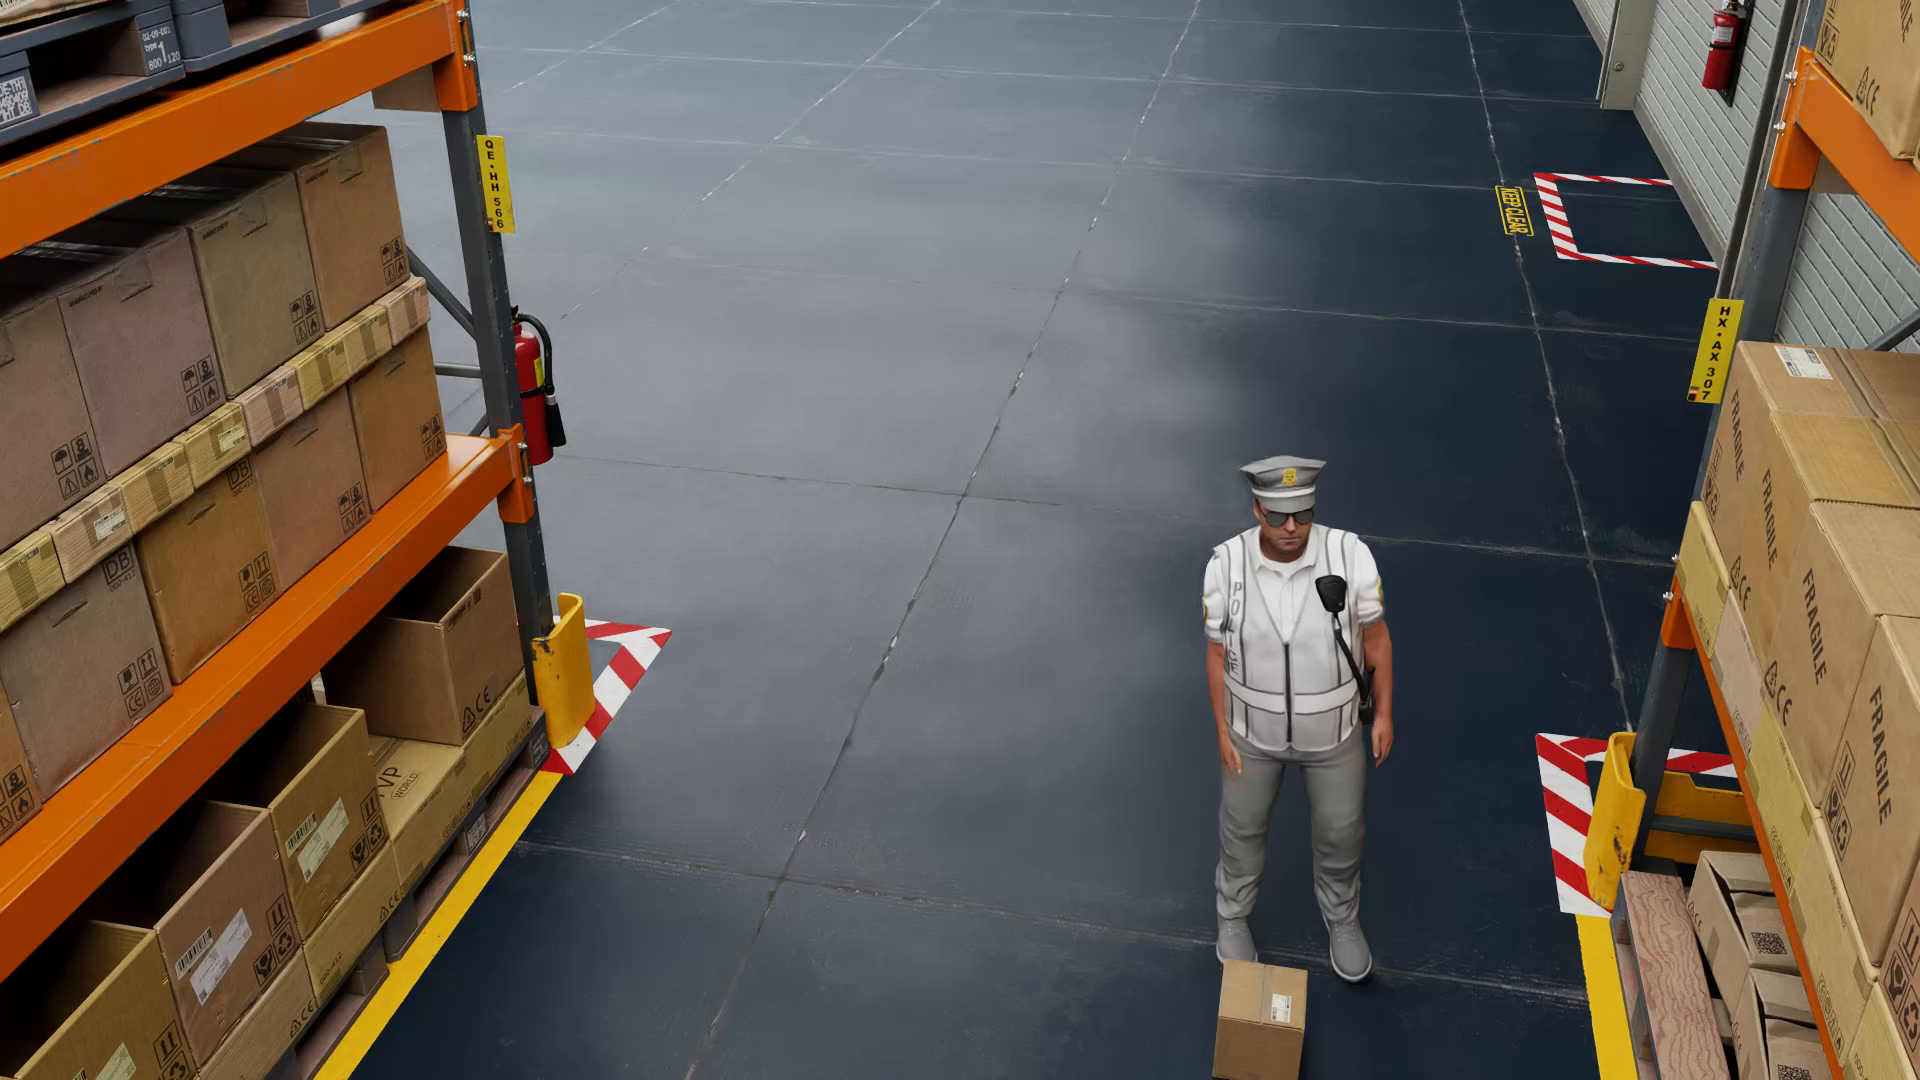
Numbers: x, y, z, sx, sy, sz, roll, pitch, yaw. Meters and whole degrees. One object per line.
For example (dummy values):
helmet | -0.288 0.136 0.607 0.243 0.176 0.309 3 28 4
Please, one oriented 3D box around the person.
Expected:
person | 1.031 0.557 5.072 0.643 1.767 0.397 7 29 12
